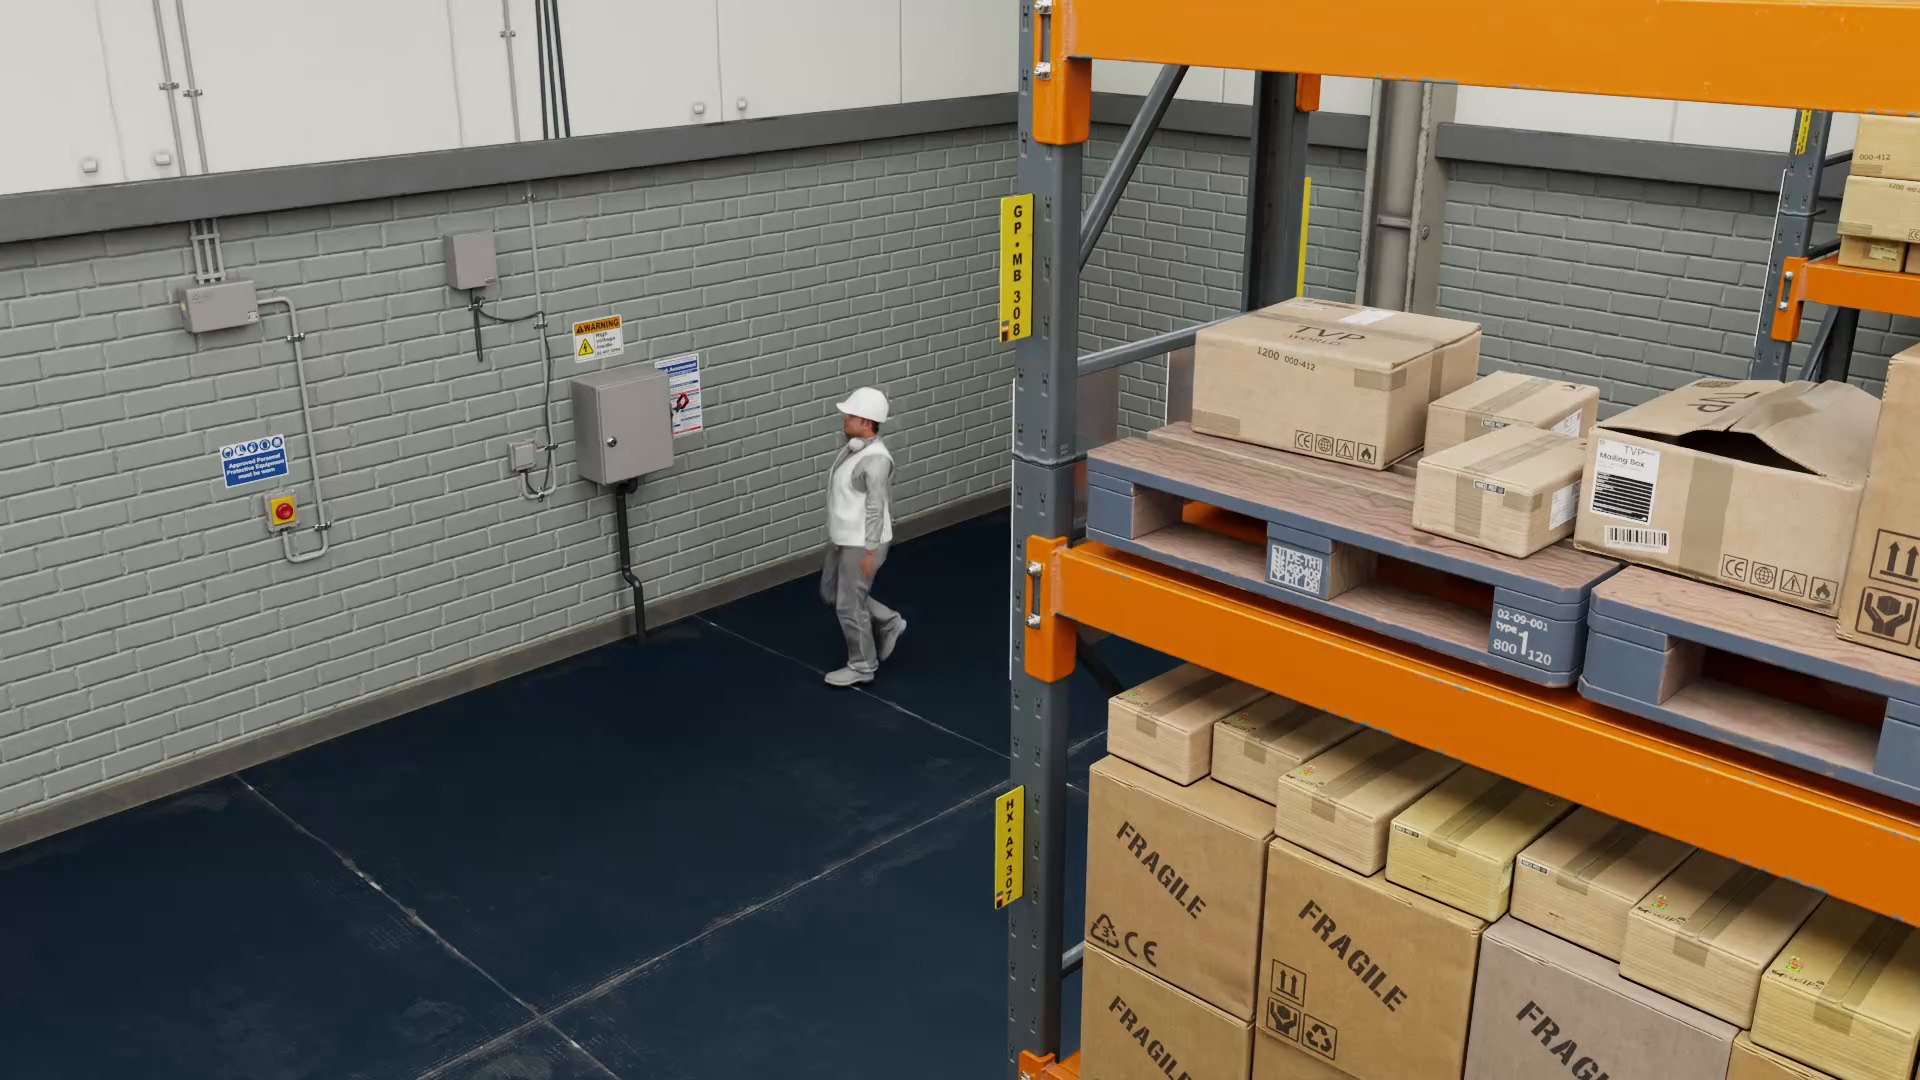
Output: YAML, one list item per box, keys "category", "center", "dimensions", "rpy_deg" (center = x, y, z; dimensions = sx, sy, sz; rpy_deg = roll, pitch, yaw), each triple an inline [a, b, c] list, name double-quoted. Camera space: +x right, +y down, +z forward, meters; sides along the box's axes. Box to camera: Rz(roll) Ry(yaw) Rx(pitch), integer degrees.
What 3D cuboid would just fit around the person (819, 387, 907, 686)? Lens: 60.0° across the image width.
- category: "person"
  center: [-0.548, -0.022, 9.543]
  dimensions: [0.543, 1.756, 0.529]
  rpy_deg: [-6, 21, -15]
